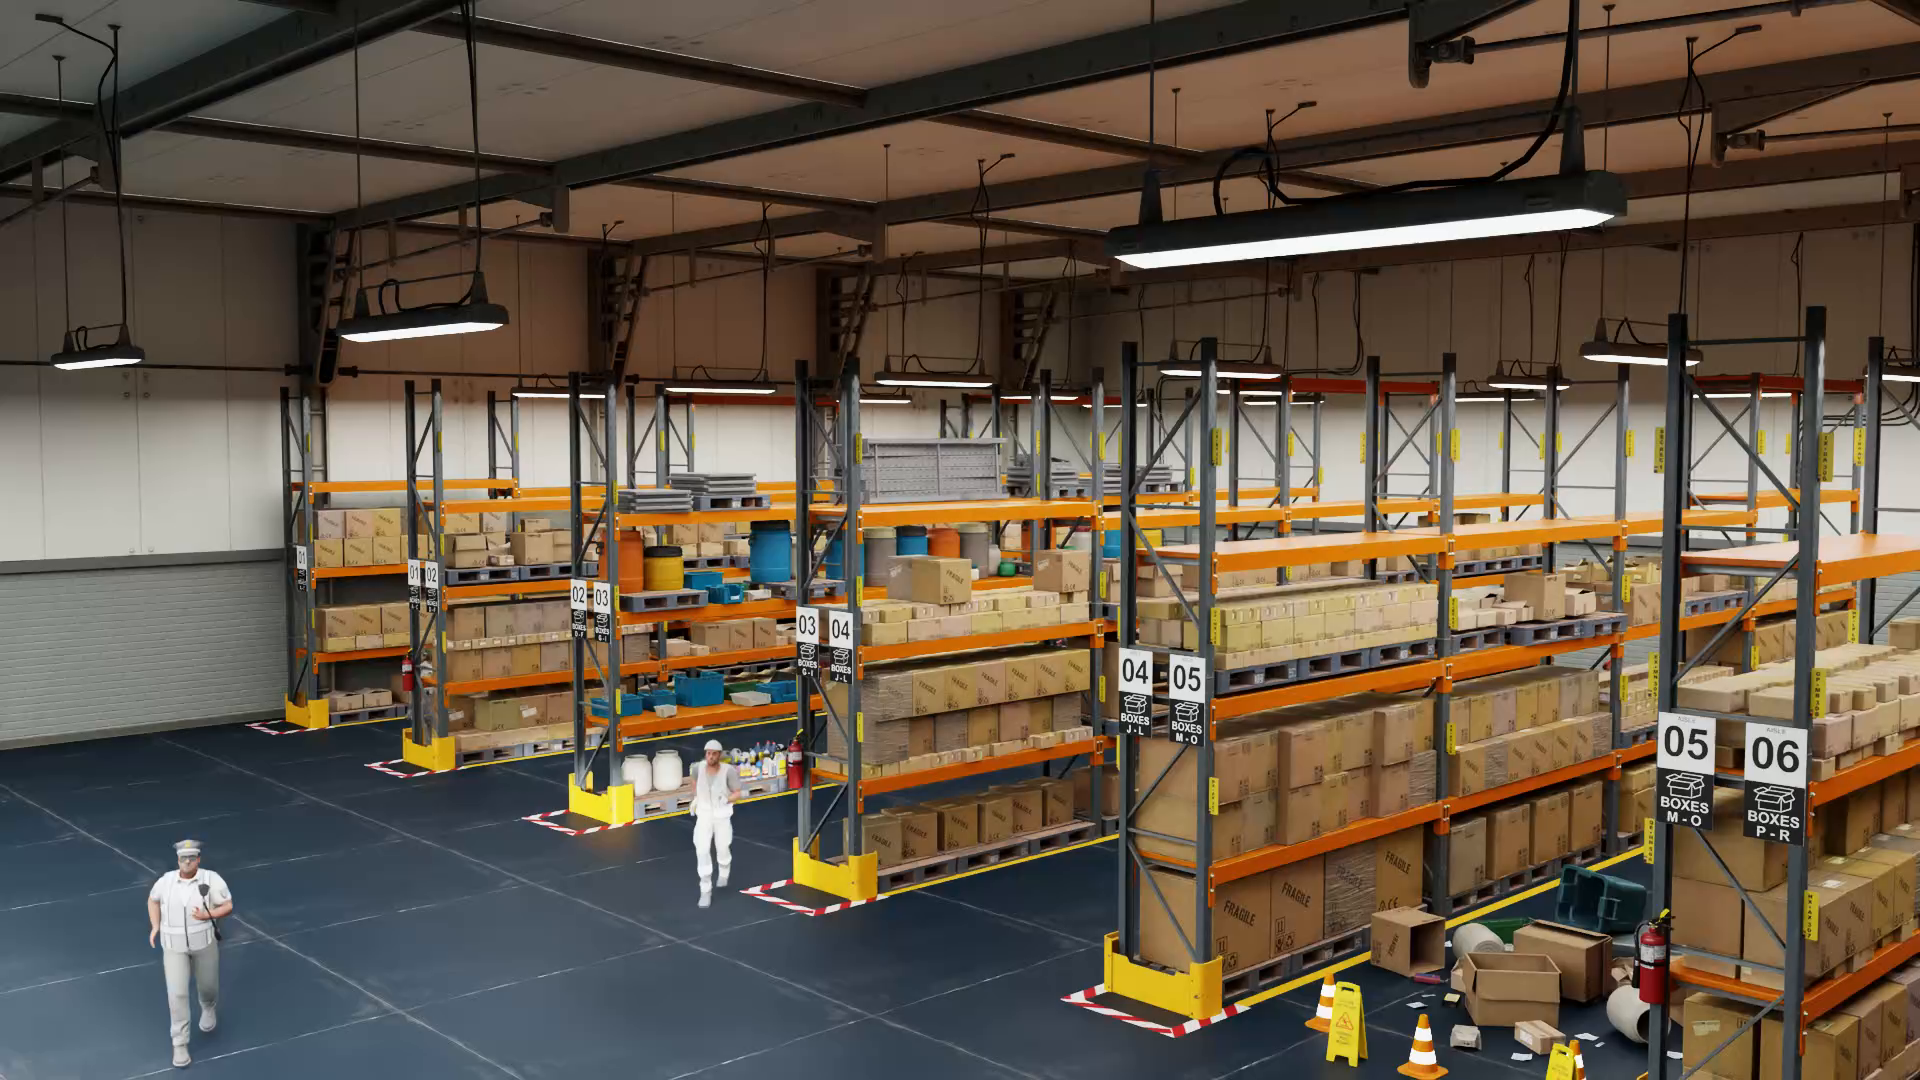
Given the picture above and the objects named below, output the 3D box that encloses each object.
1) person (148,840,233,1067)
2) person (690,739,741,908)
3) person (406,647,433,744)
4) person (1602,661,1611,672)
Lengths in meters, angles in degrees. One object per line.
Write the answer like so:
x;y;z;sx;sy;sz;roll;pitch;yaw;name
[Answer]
-6.426;3.367;13.890;0.663;1.766;0.991;-1;4;-22;person
-2.715;3.099;18.477;0.581;1.823;0.921;0;4;-2;person
-8.941;2.578;27.570;0.564;1.645;0.612;-4;5;-44;person
9.781;2.693;25.043;0.762;1.745;0.661;-3;5;-43;person
